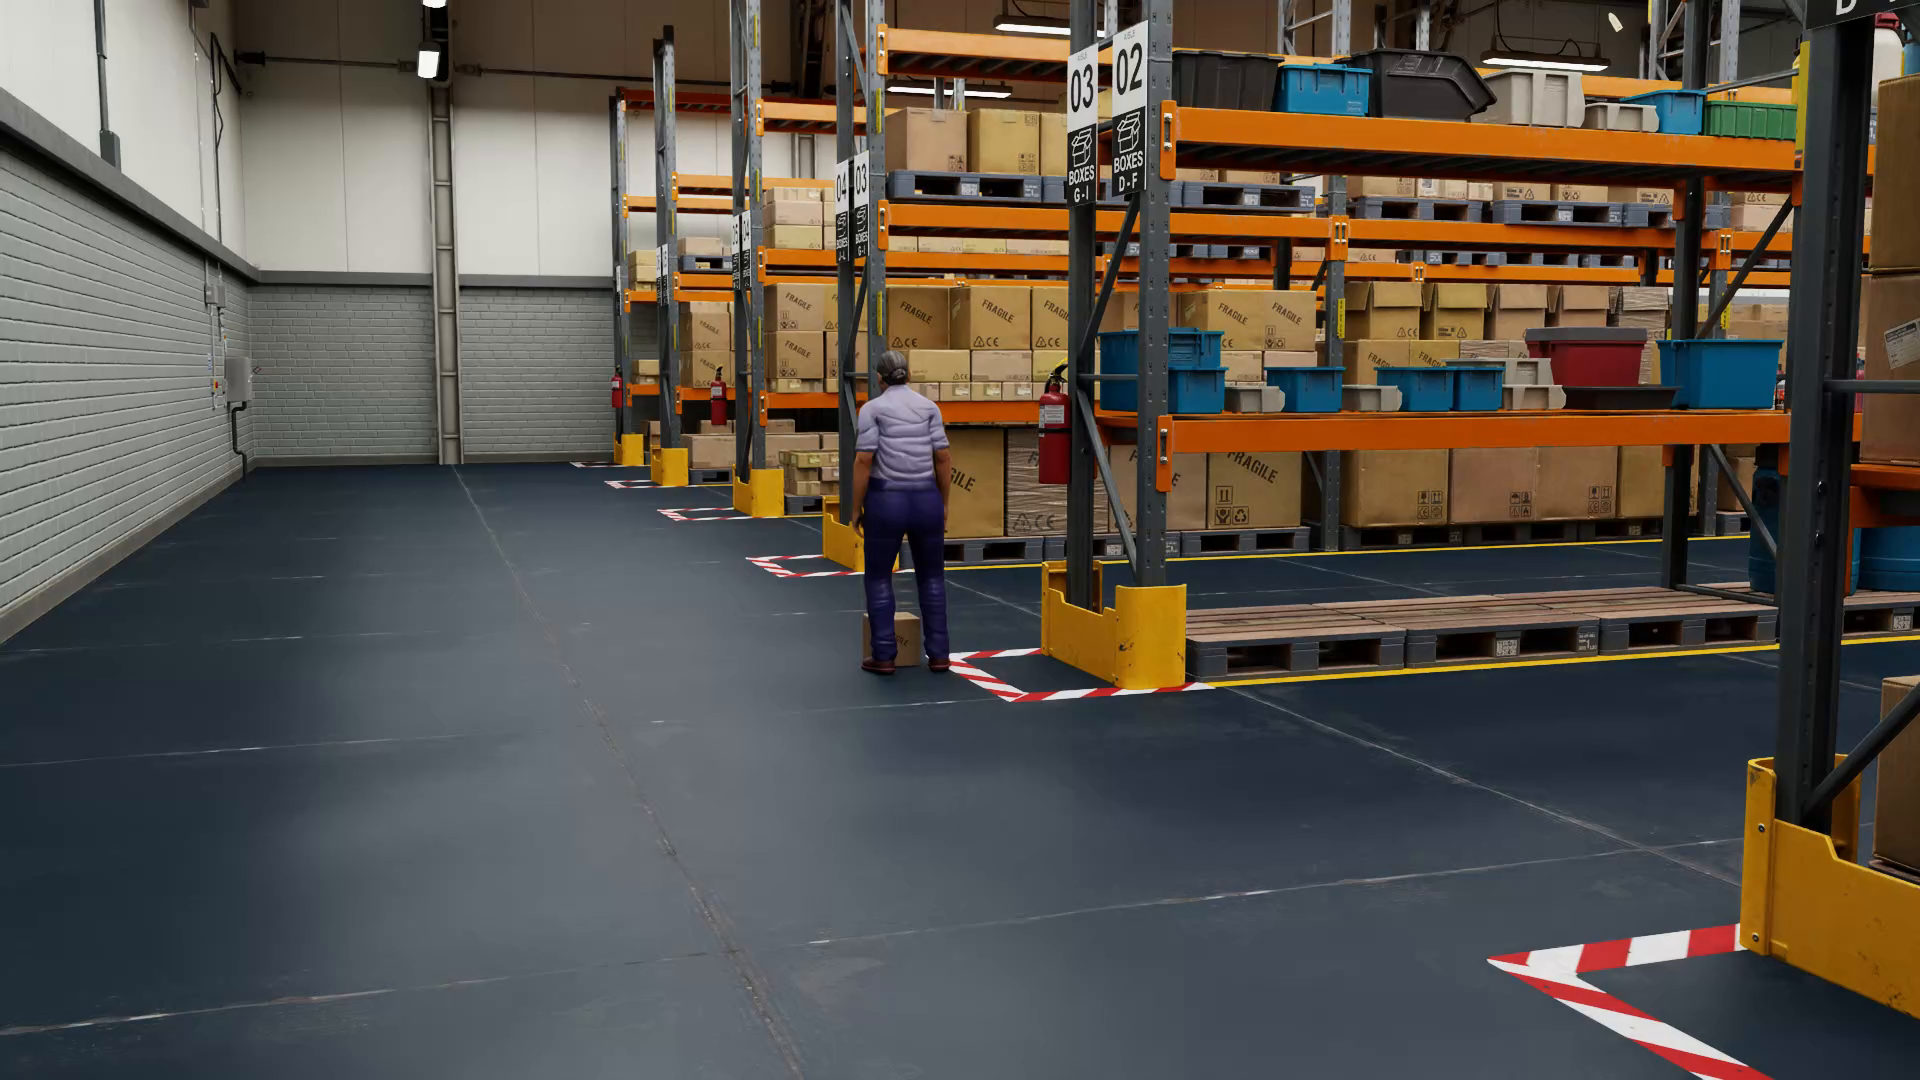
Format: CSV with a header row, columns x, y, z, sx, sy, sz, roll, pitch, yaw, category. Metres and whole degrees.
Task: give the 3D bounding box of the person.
x,y,z,sx,sy,sz,roll,pitch,yaw,category
-0.287,-0.145,8.523,0.559,1.651,0.374,-2,6,-19,person
